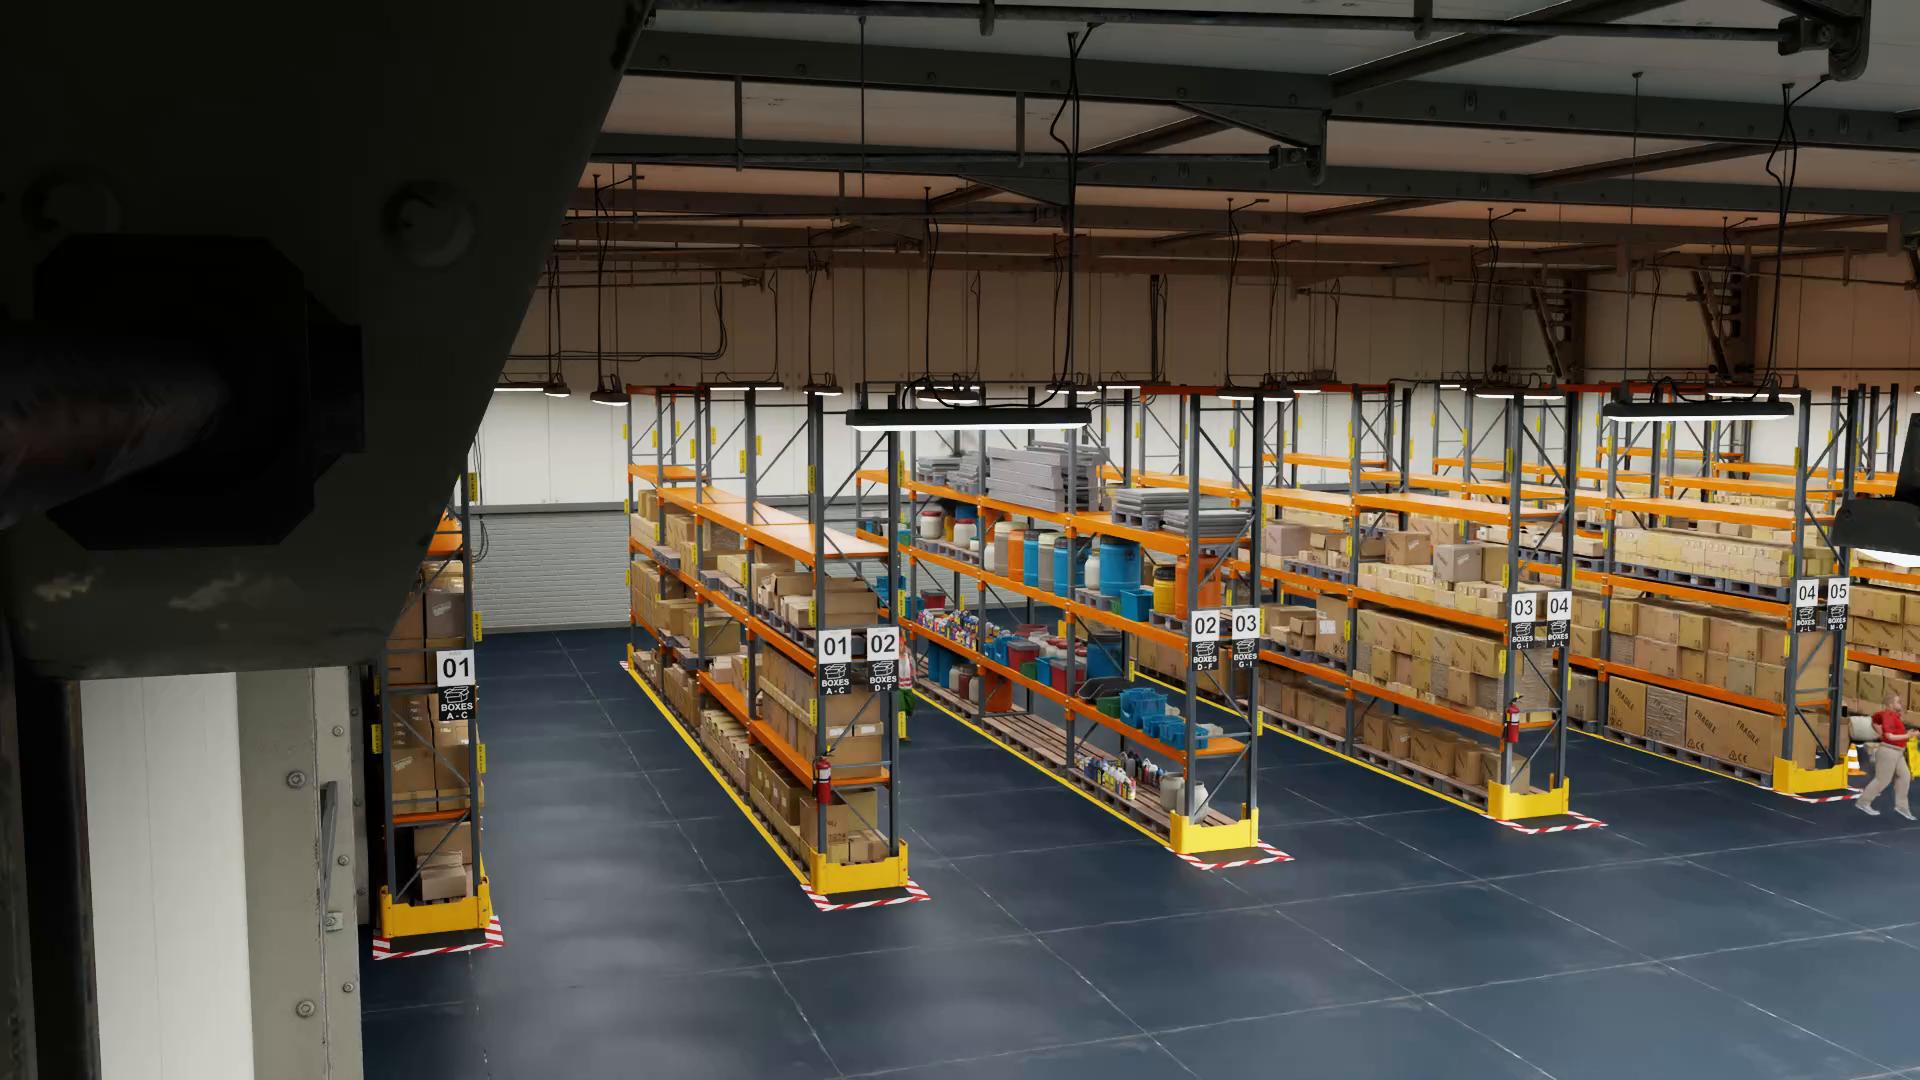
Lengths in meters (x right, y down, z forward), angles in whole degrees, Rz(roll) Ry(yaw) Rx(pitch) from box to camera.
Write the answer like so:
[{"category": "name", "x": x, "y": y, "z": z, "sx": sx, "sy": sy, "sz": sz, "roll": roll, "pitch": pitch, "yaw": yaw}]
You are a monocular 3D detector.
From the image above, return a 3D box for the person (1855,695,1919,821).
[{"category": "person", "x": 13.054, "y": 3.062, "z": 23.368, "sx": 0.769, "sy": 1.798, "sz": 0.656, "roll": 4, "pitch": 7, "yaw": 34}]

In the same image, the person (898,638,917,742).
[{"category": "person", "x": -1.027, "y": 2.534, "z": 28.389, "sx": 0.663, "sy": 1.748, "sz": 0.780, "roll": -3, "pitch": 7, "yaw": -28}]

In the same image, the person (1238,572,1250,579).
[{"category": "person", "x": 7.192, "y": 1.173, "z": 41.345, "sx": 0.959, "sy": 1.759, "sz": 0.698, "roll": 1, "pitch": 6, "yaw": 6}]
